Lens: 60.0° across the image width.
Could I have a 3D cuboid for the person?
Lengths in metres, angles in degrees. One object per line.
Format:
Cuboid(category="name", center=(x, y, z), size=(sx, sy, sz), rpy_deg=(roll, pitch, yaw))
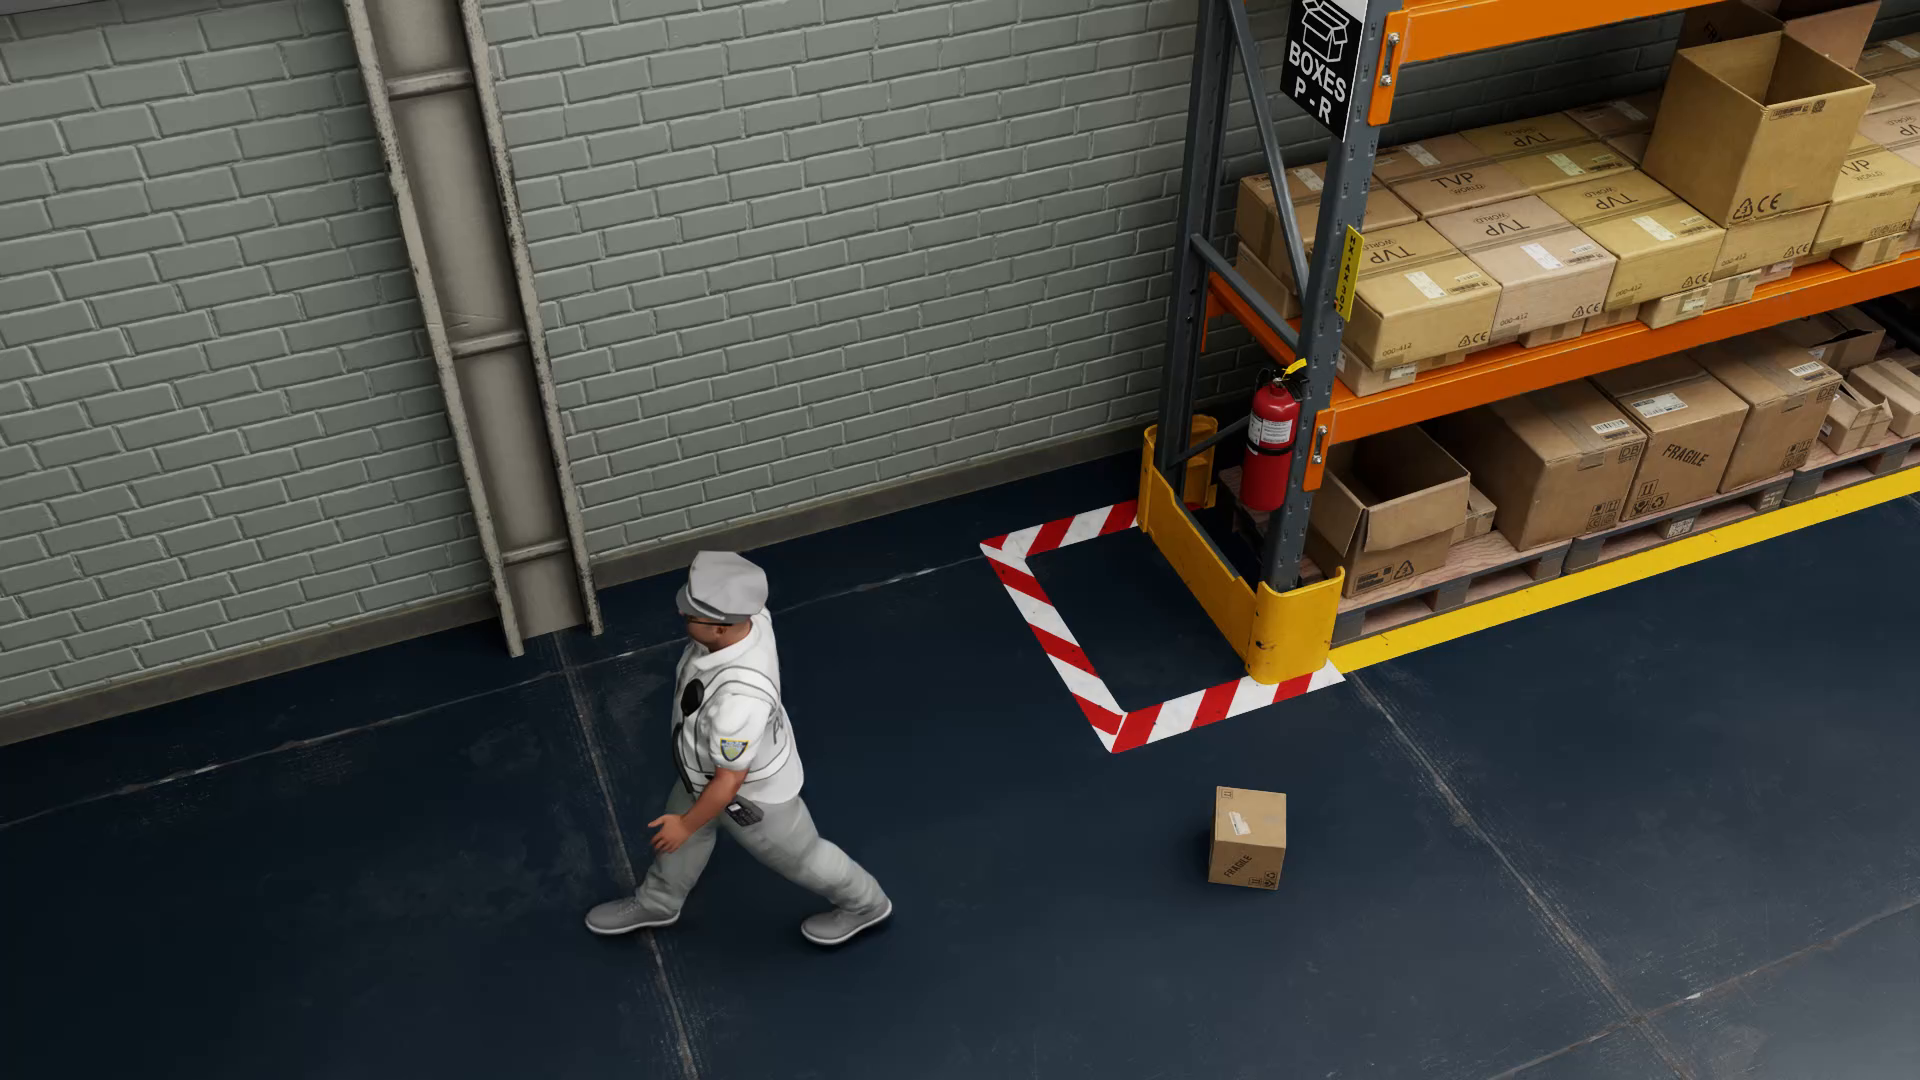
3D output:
Cuboid(category="person", center=(-0.776, 0.732, 5.291), size=(1.051, 1.701, 0.547), rpy_deg=(-8, 42, -9))
